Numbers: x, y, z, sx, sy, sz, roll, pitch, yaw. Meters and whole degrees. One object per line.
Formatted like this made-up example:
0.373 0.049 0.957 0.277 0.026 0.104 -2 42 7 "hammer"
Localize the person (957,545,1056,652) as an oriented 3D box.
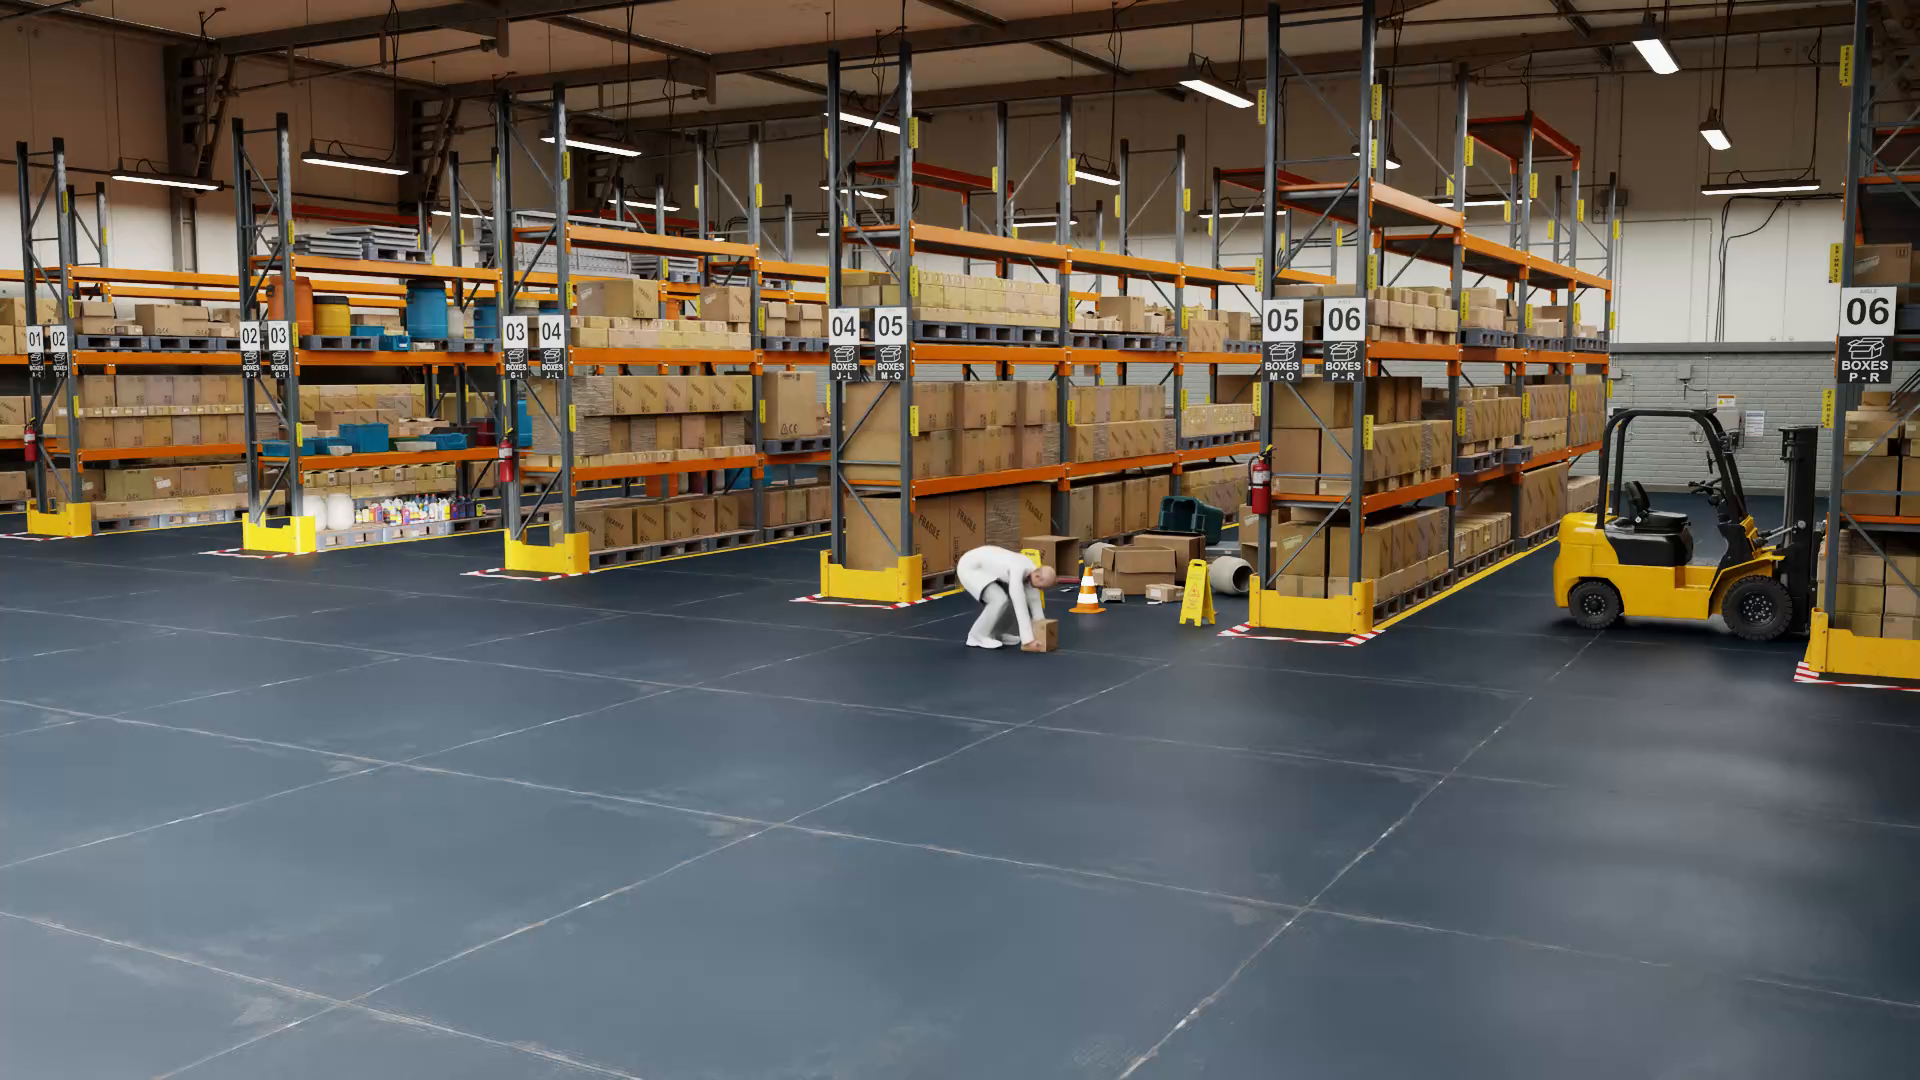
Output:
0.428 0.522 15.186 0.949 0.934 0.587 3 6 26 "person"
